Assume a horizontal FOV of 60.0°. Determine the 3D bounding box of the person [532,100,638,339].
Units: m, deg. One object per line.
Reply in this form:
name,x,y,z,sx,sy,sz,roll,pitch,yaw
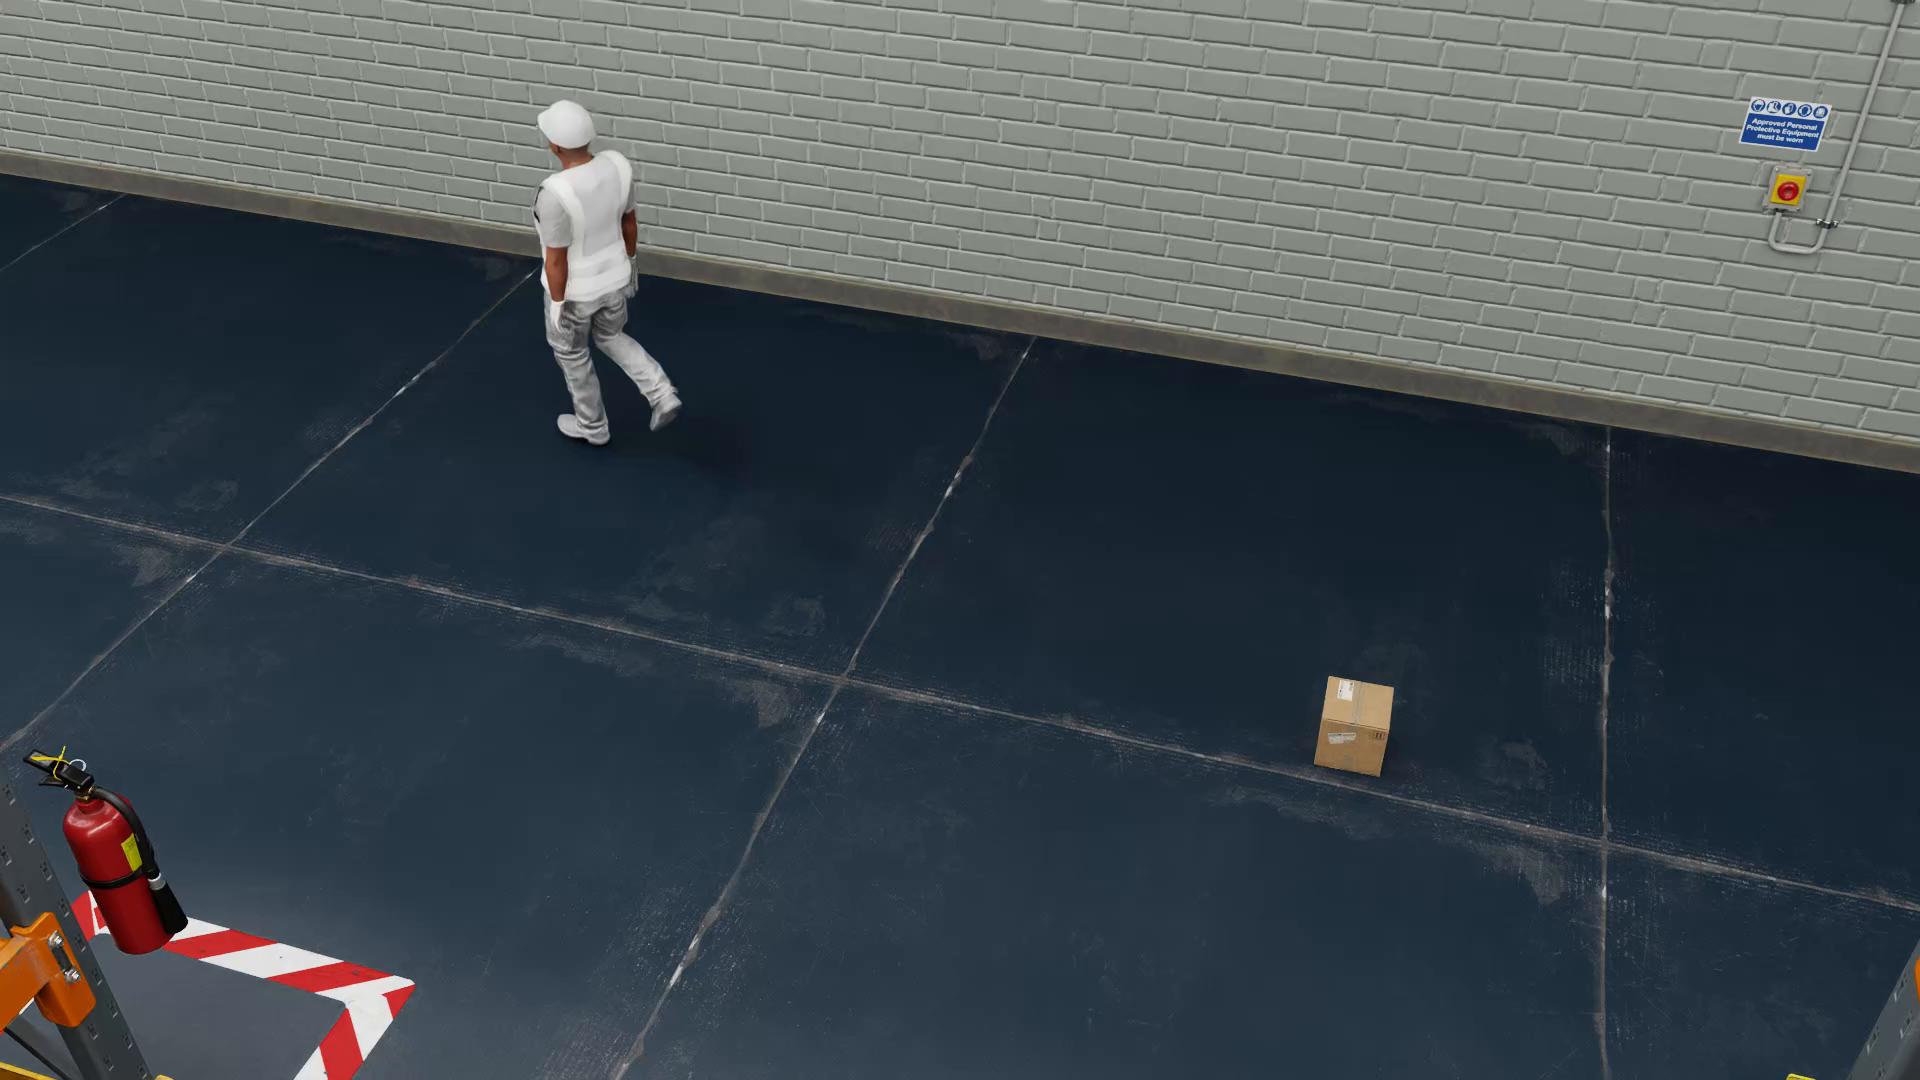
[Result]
person,-1.712,-1.478,7.518,0.347,1.081,0.548,24,43,28
